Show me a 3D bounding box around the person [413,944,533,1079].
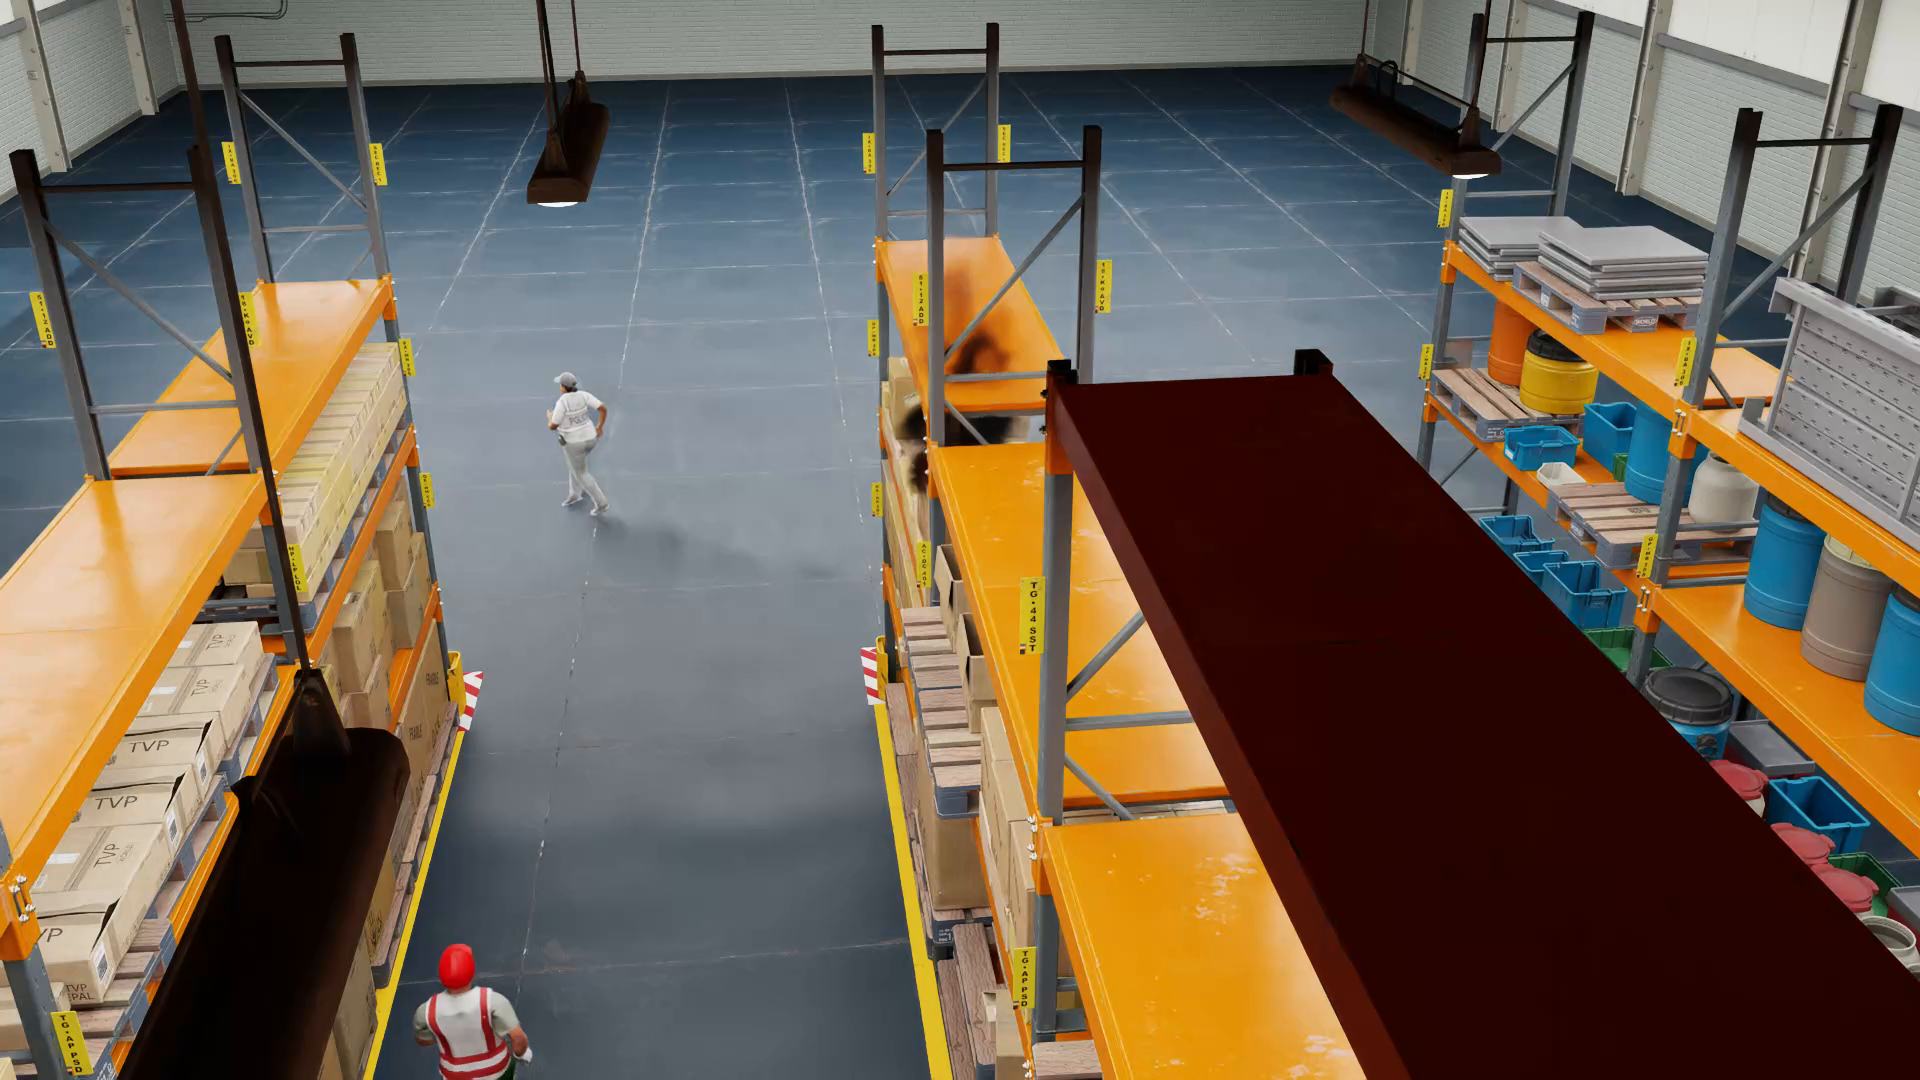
[{"bbox_3d":[-2.868,3.120,9.886,0.641,1.785,0.702,-8,27,-15],"label":"person"}]

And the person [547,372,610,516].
[{"bbox_3d":[-4.300,-1.066,18.792,0.856,1.710,0.580,14,29,28],"label":"person"}]
